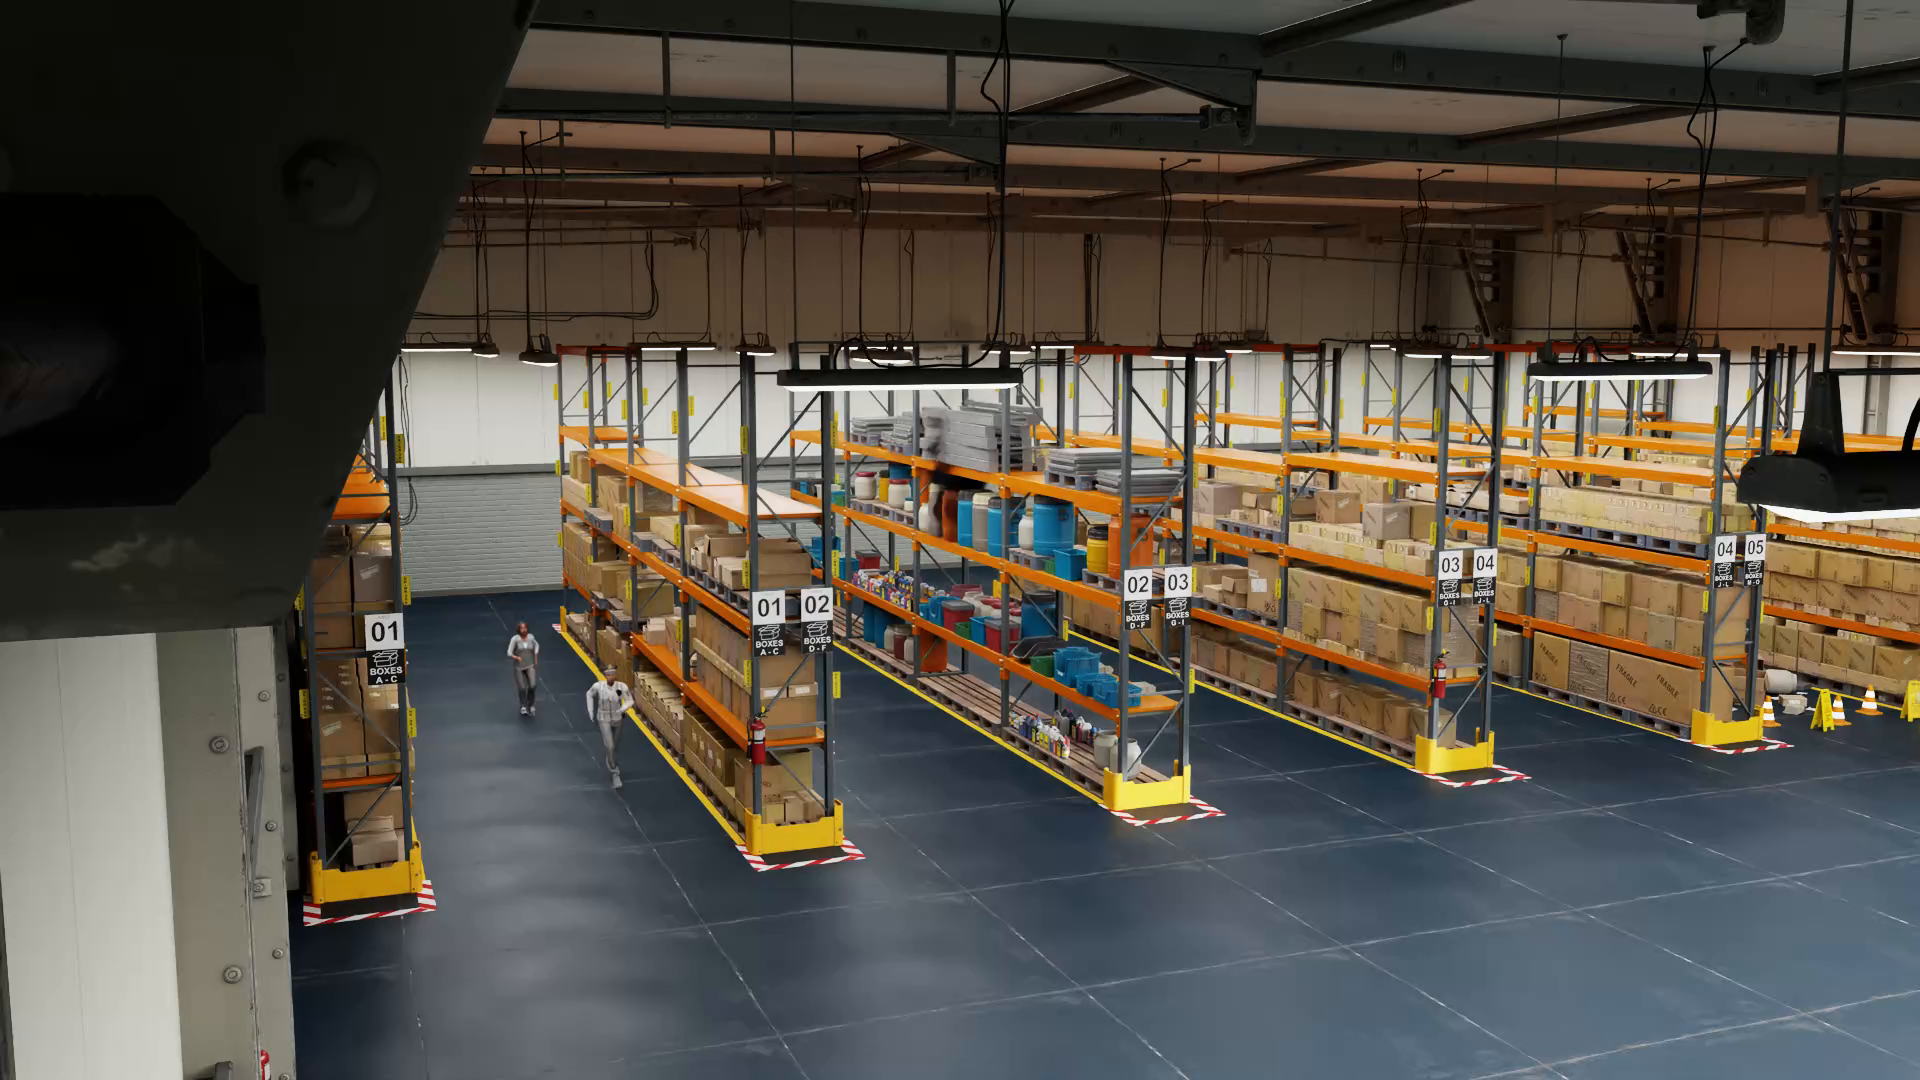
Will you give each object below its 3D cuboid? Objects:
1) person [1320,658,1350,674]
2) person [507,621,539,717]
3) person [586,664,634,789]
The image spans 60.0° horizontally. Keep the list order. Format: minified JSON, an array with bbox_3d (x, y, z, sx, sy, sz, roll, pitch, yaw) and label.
[{"bbox_3d":[7.023,1.569,30.941,0.683,1.714,0.944,-3,8,-25],"label":"person"},{"bbox_3d":[-7.104,2.108,27.118,0.538,1.591,0.641,-3,8,-22],"label":"person"},{"bbox_3d":[-4.890,2.545,23.307,0.634,1.702,0.987,-2,8,-18],"label":"person"}]
